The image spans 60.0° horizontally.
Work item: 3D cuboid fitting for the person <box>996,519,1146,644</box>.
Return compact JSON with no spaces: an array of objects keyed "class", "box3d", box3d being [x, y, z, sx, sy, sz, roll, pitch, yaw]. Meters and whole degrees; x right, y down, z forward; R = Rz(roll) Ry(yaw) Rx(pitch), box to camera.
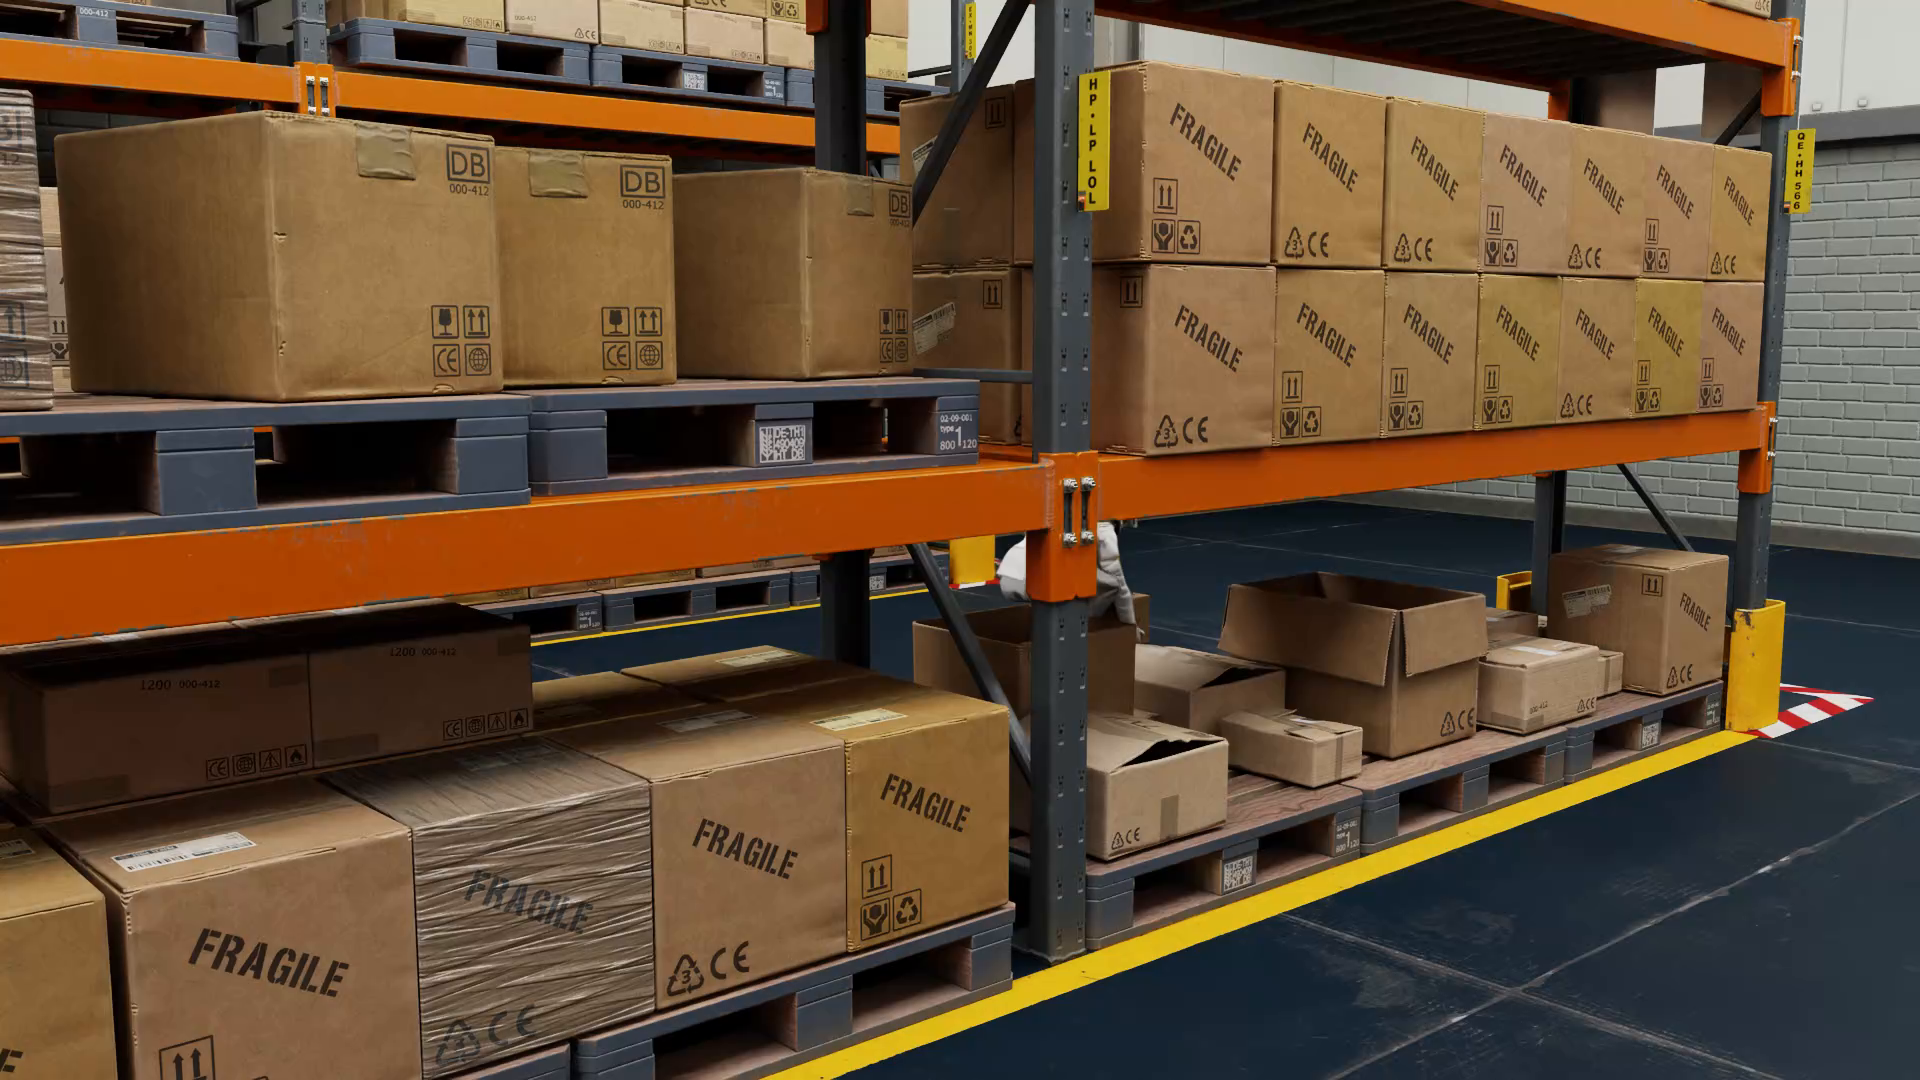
[{"class":"person","box3d":[0.560,0.171,8.367,0.868,0.850,0.470,-7,10,-41]}]
